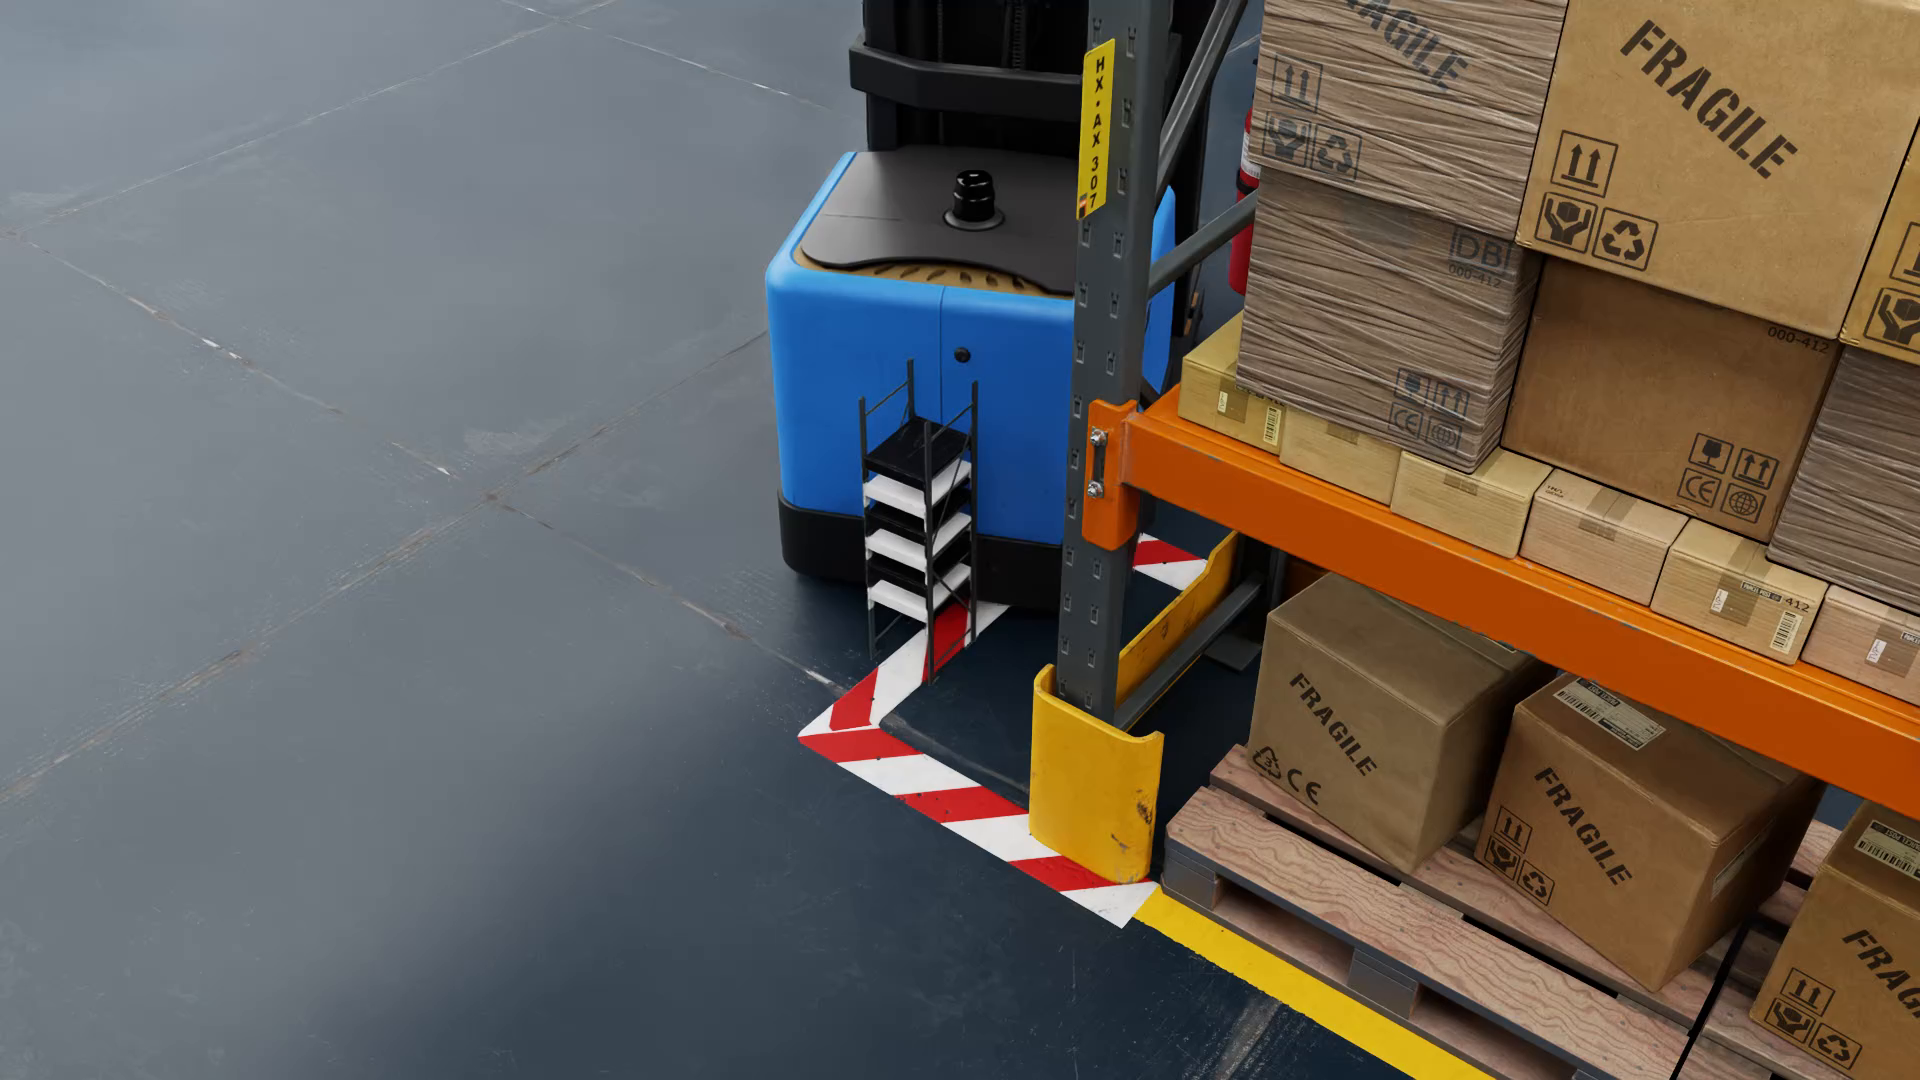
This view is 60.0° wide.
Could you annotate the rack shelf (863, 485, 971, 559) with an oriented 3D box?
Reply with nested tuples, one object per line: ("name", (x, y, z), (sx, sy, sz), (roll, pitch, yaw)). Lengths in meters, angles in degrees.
("rack shelf", (-0.106, -0.077, 4.527), (0.200, 0.077, 0.258), (22, 43, 26))

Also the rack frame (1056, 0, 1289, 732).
("rack frame", (0.582, -0.683, 3.689), (0.127, 3.000, 1.000), (25, 45, 29))

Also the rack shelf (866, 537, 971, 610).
("rack shelf", (-0.106, 0.065, 4.638), (0.200, 0.077, 0.258), (22, 43, 26))

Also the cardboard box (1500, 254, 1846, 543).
("cardboard box", (1.473, -0.492, 3.122), (0.500, 0.500, 0.875), (25, 45, 29))

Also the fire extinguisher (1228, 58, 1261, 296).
("fire extinguisher", (0.771, -0.921, 4.056), (0.183, 0.674, 0.296), (25, 45, 29))

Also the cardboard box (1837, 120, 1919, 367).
("cardboard box", (1.645, -0.516, 2.343), (0.500, 0.500, 0.500), (25, 45, 29))

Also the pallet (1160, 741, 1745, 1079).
("pallet", (1.266, 0.765, 4.102), (1.213, 0.211, 1.003), (25, 45, 29))

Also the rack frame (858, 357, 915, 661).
("rack frame", (-0.192, -0.067, 4.605), (0.006, 0.900, 0.240), (22, 43, 26))

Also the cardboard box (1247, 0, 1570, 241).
("cardboard box", (0.854, -0.894, 2.825), (0.500, 0.500, 0.500), (25, 45, 29))

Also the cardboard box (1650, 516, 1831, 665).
("cardboard box", (1.446, 0.024, 2.990), (0.250, 0.149, 0.380), (25, 45, 29))

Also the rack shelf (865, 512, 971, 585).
("rack shelf", (-0.106, -0.006, 4.582), (0.200, 0.077, 0.258), (22, 43, 26))

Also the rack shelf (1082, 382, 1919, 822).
("rack shelf", (2.171, 0.349, 2.954), (4.000, 0.370, 1.077), (25, 45, 29))

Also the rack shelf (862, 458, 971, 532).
("rack shelf", (-0.107, -0.148, 4.471), (0.200, 0.077, 0.258), (22, 43, 26))

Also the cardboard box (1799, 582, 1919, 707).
("cardboard box", (1.661, 0.104, 2.887), (0.250, 0.149, 0.380), (25, 45, 29))

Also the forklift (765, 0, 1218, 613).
("forklift", (0.295, -1.843, 5.226), (1.130, 2.935, 3.031), (8, 39, 10))

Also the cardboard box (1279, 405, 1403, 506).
("cardboard box", (0.851, -0.258, 3.350), (0.250, 0.149, 0.380), (25, 45, 29))

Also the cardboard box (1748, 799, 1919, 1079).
("cardboard box", (2.050, 0.829, 3.445), (0.500, 0.500, 0.500), (30, 47, 32))

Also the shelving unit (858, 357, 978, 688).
("shelving unit", (-0.106, -0.033, 4.562), (0.210, 0.900, 0.258), (22, 43, 26))

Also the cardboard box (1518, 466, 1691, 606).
("cardboard box", (1.251, -0.073, 3.114), (0.250, 0.149, 0.380), (25, 45, 29))

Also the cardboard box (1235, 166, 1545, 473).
("cardboard box", (1.003, -0.620, 3.286), (0.500, 0.500, 0.875), (25, 45, 29))

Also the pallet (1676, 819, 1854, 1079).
("pallet", (2.231, 1.222, 3.518), (1.213, 0.211, 1.003), (25, 45, 29))

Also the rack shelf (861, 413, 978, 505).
("rack shelf", (-0.107, -0.219, 4.416), (0.200, 0.077, 0.258), (22, 43, 26))

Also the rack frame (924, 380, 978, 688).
("rack frame", (-0.021, 0.002, 4.518), (0.006, 0.900, 0.240), (22, 43, 26))

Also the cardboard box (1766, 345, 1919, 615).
("cardboard box", (1.843, -0.283, 2.856), (0.500, 0.500, 0.875), (25, 45, 29))

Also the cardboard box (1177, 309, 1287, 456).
("cardboard box", (0.664, -0.361, 3.481), (0.250, 0.149, 0.380), (25, 45, 29))

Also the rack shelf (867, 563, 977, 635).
("rack shelf", (-0.106, 0.135, 4.693), (0.200, 0.077, 0.258), (22, 43, 26))

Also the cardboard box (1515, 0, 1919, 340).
("cardboard box", (1.247, -0.703, 2.581), (0.500, 0.500, 0.500), (25, 45, 29))

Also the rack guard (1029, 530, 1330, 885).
("rack guard", (0.643, 0.330, 4.423), (0.348, 0.500, 1.175), (25, 45, 29))

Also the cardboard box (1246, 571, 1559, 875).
("cardboard box", (1.068, 0.378, 4.021), (0.500, 0.500, 0.500), (-29, 46, -32))

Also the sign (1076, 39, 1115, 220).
("sign", (0.253, -0.758, 3.083), (0.005, 0.325, 0.100), (25, 45, 29))

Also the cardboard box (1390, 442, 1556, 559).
("cardboard box", (1.040, -0.157, 3.221), (0.250, 0.149, 0.380), (25, 45, 29))

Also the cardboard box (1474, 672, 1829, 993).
("cardboard box", (1.564, 0.585, 3.757), (0.500, 0.500, 0.500), (-25, 45, -29))
